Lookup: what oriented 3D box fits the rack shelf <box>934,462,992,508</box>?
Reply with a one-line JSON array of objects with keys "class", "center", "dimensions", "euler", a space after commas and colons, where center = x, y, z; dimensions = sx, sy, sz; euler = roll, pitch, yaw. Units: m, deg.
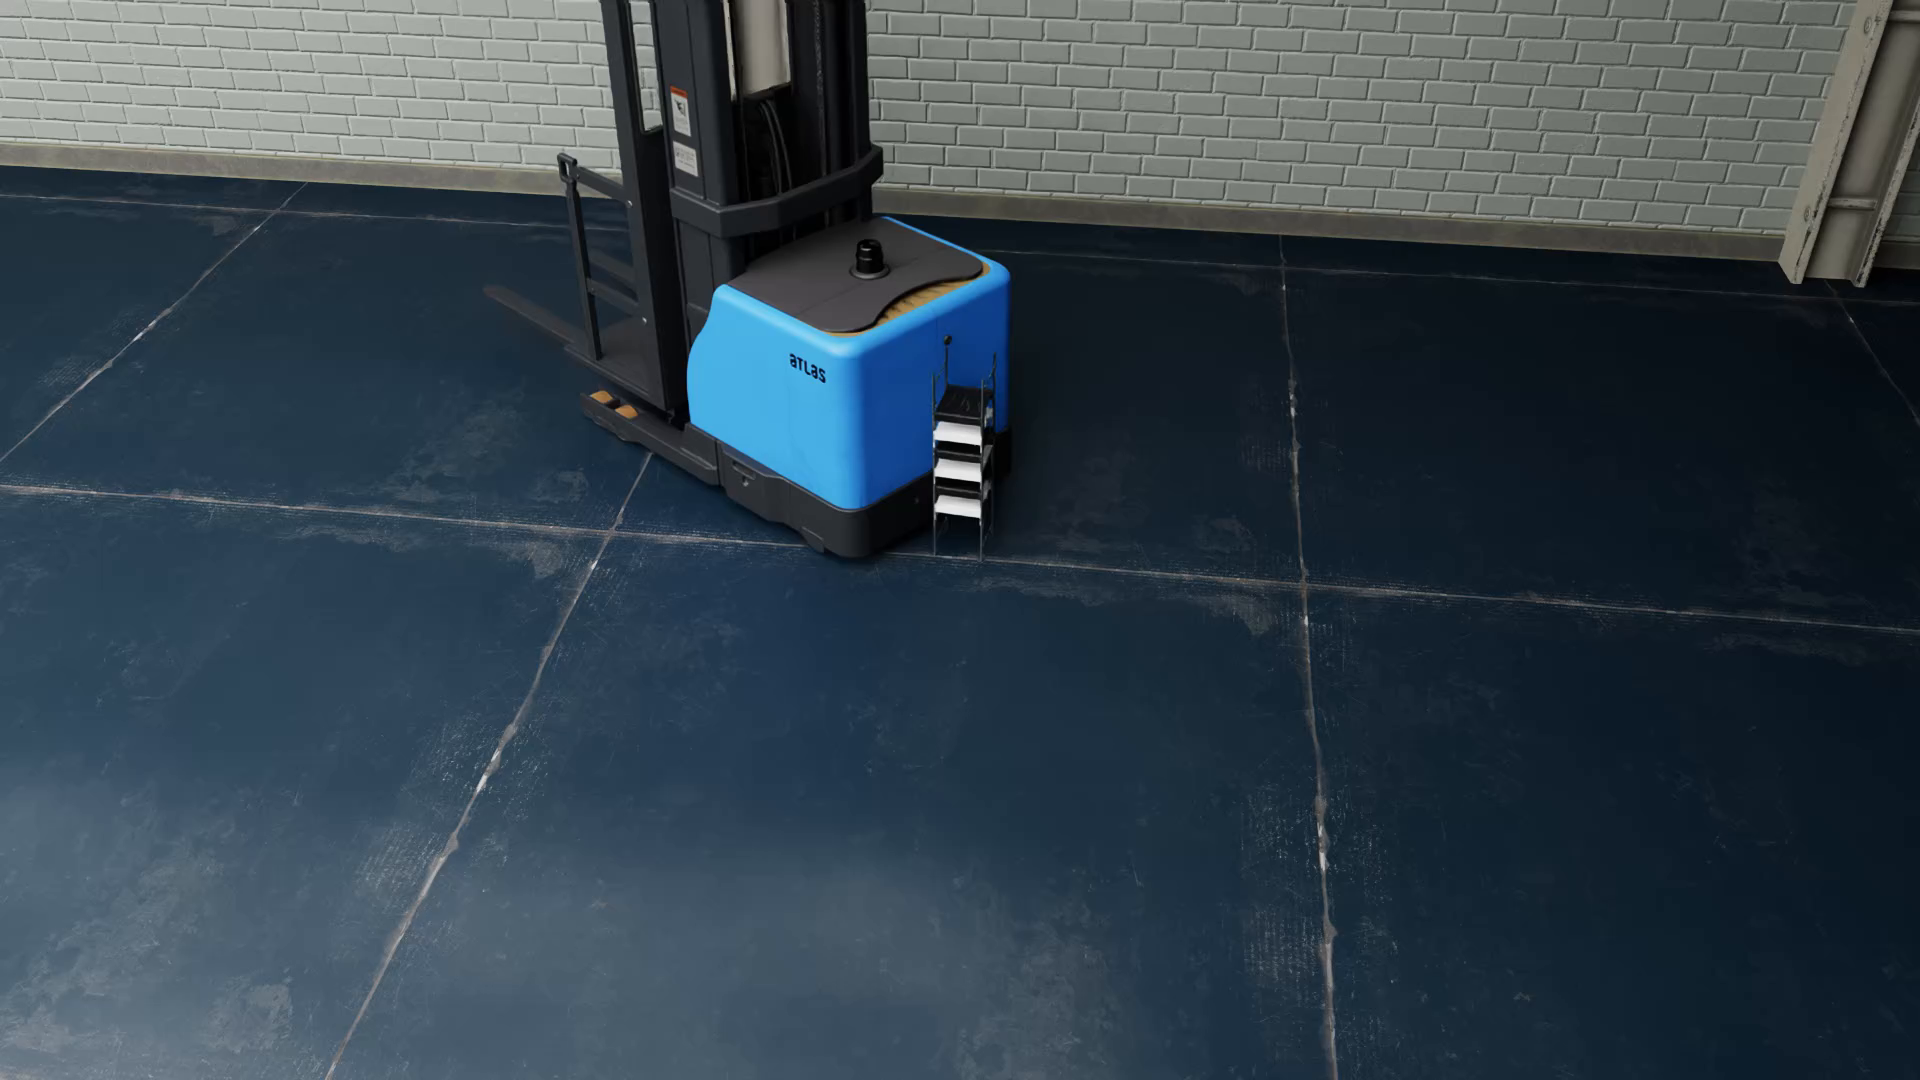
[{"class": "rack shelf", "center": [0.018, -0.247, 7.033], "dimensions": [0.200, 0.077, 0.258], "euler": [8, 36, 11]}]

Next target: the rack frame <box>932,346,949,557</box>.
[{"class": "rack frame", "center": [-0.081, -0.361, 6.981], "dimensions": [0.006, 0.900, 0.240], "euler": [8, 36, 11]}]

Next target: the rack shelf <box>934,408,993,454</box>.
[{"class": "rack shelf", "center": [0.018, -0.467, 6.876], "dimensions": [0.200, 0.077, 0.258], "euler": [8, 36, 11]}]

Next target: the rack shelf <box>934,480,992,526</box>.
[{"class": "rack shelf", "center": [0.018, -0.174, 7.086], "dimensions": [0.200, 0.077, 0.258], "euler": [8, 36, 11]}]

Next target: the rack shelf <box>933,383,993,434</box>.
[{"class": "rack shelf", "center": [0.018, -0.540, 6.824], "dimensions": [0.200, 0.077, 0.258], "euler": [8, 36, 11]}]

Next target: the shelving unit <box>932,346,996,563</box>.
[{"class": "shelving unit", "center": [0.018, -0.347, 6.962], "dimensions": [0.210, 0.900, 0.258], "euler": [8, 36, 11]}]

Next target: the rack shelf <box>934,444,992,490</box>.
[{"class": "rack shelf", "center": [0.018, -0.320, 6.981], "dimensions": [0.200, 0.077, 0.258], "euler": [8, 36, 11]}]

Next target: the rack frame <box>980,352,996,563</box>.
[{"class": "rack frame", "center": [0.117, -0.334, 6.942], "dimensions": [0.006, 0.900, 0.240], "euler": [8, 36, 11]}]

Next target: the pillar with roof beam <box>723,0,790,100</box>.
[{"class": "pillar with roof beam", "center": [-1.657, -3.129, 3.887], "dimensions": [0.400, 9.000, 9.100], "euler": [4, 36, 6]}]

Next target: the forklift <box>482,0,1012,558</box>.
[{"class": "forklift", "center": [-1.180, -1.861, 7.334], "dimensions": [3.031, 2.935, 1.130], "euler": [29, 45, 34]}]

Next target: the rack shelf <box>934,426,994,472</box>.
[{"class": "rack shelf", "center": [0.018, -0.393, 6.929], "dimensions": [0.200, 0.077, 0.258], "euler": [8, 36, 11]}]

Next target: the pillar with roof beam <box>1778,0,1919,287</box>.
[{"class": "pillar with roof beam", "center": [4.294, -2.685, 3.265], "dimensions": [0.400, 9.000, 9.100], "euler": [4, 36, 6]}]
